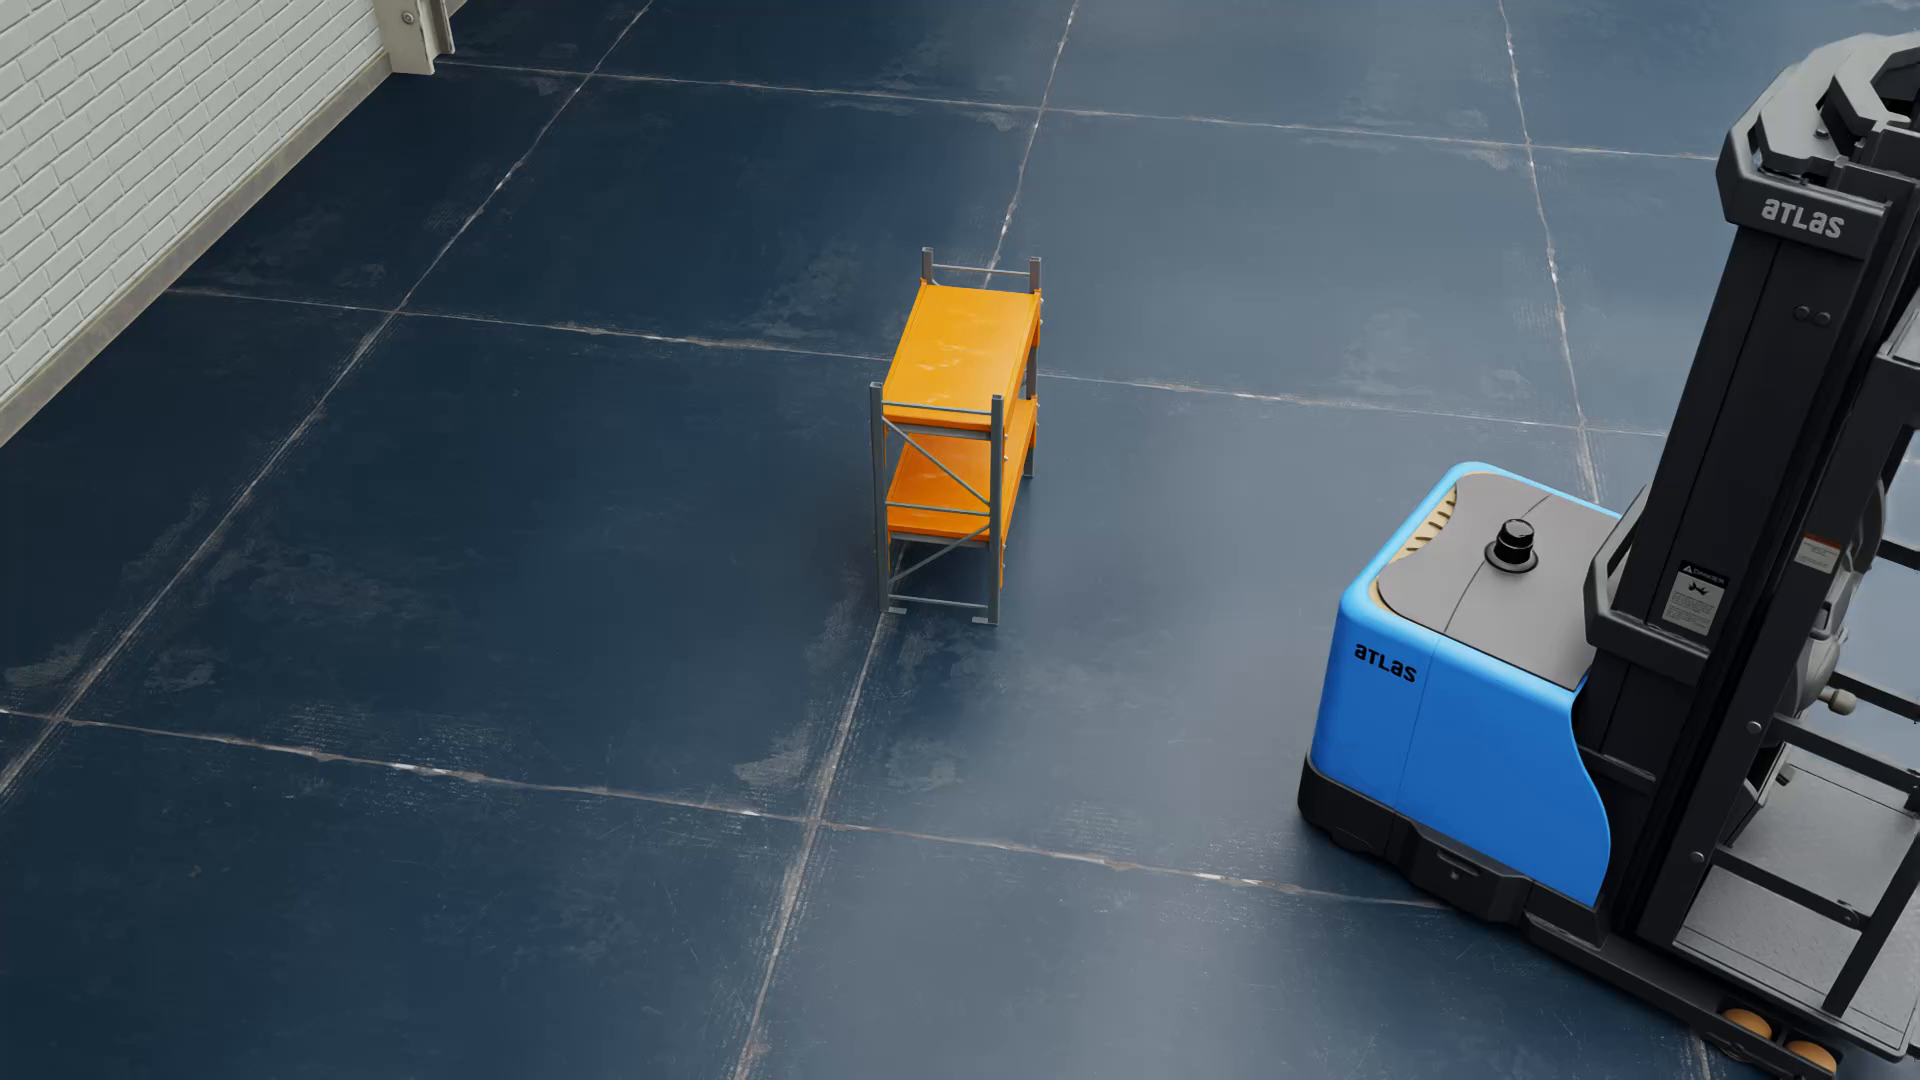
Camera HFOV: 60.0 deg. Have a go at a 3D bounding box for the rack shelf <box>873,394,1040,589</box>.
[{"bbox_3d":[0.001,-0.249,7.053,0.538,0.278,1.000,6,40,8],"label":"rack shelf"}]

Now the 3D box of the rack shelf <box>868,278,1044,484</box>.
[{"bbox_3d":[0.001,-0.663,6.710,0.538,0.278,1.000,6,40,8],"label":"rack shelf"}]

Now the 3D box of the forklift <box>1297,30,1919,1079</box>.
[{"bbox_3d":[2.698,0.203,4.704,3.031,2.935,1.130,26,46,28],"label":"forklift"}]

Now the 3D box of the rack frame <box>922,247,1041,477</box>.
[{"bbox_3d":[0.089,-0.757,7.283,0.500,1.125,0.032,6,40,8],"label":"rack frame"}]

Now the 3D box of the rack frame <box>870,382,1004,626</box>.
[{"bbox_3d":[-0.087,-0.119,6.511,0.500,1.125,0.032,6,40,8],"label":"rack frame"}]

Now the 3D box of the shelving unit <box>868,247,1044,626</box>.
[{"bbox_3d":[0.001,-0.438,6.897,0.538,1.125,1.048,6,40,8],"label":"shelving unit"}]

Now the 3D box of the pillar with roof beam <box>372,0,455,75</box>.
[{"bbox_3d":[0.640,-6.199,7.686,9.100,9.000,0.400,6,40,8],"label":"pillar with roof beam"}]
